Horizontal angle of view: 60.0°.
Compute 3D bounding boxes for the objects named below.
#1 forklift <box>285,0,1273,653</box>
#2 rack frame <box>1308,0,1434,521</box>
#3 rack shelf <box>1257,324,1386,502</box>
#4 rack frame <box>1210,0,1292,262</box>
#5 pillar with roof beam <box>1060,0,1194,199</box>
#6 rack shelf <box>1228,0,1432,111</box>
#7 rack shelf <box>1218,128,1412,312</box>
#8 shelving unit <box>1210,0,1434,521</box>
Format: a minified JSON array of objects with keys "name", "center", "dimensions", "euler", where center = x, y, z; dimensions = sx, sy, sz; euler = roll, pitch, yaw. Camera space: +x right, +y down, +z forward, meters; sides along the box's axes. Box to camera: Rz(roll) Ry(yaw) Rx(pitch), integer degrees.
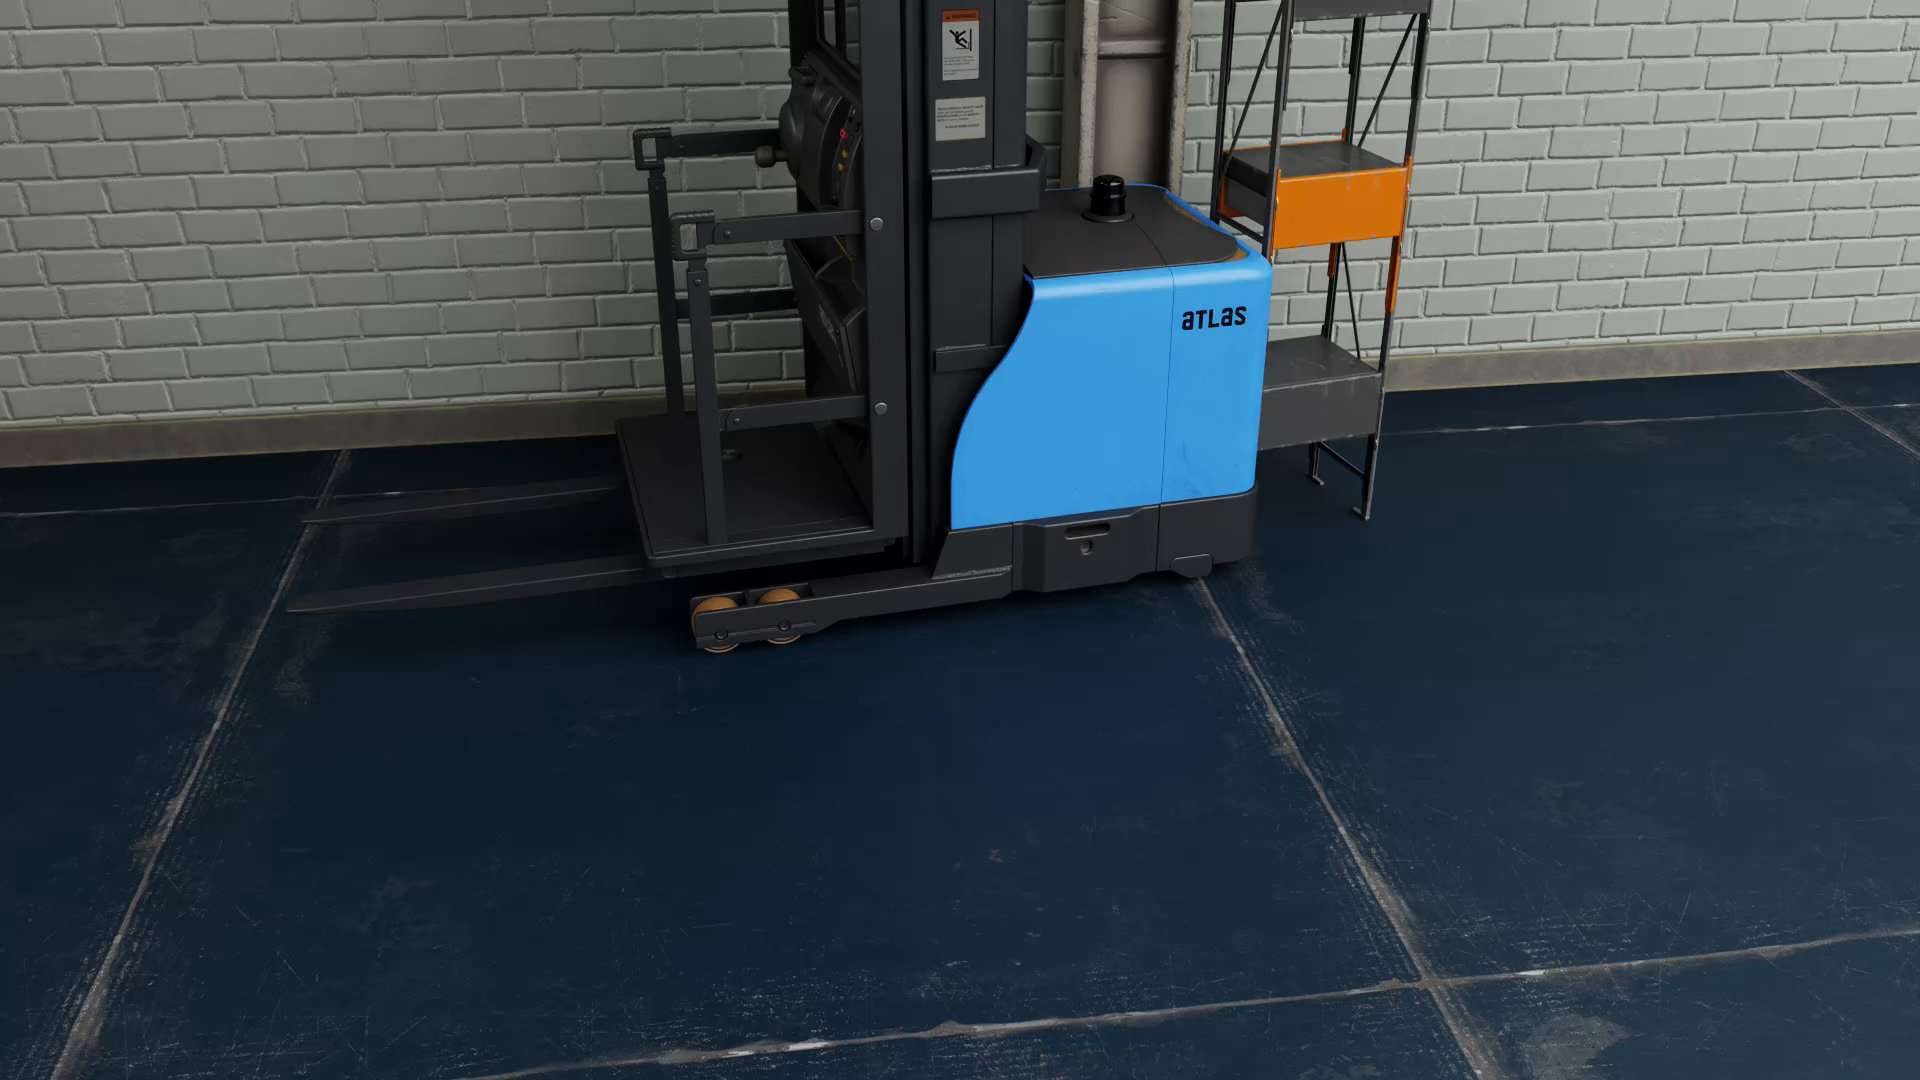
[{"name":"forklift","center":[-0.600,-1.228,4.932],"dimensions":[3.031,2.935,1.130],"euler":[-7,28,-14]},{"name":"rack frame","center":[1.374,-1.089,5.571],"dimensions":[0.015,2.100,0.400],"euler":[-9,29,-17]},{"name":"rack shelf","center":[1.144,-0.417,5.826],"dimensions":[0.480,0.518,0.431],"euler":[-9,29,-17]},{"name":"rack frame","center":[0.914,-1.015,5.428],"dimensions":[0.015,2.100,0.400],"euler":[-9,29,-17]},{"name":"pillar with roof beam","center":[1.204,-2.547,0.856],"dimensions":[0.400,9.000,9.100],"euler":[-4,27,-7]},{"name":"rack shelf","center":[1.144,-1.662,5.187],"dimensions":[0.480,0.518,0.431],"euler":[-9,29,-17]},{"name":"rack shelf","center":[1.144,-1.040,5.506],"dimensions":[0.480,0.518,0.431],"euler":[-9,29,-17]},{"name":"shelving unit","center":[1.144,-1.052,5.500],"dimensions":[0.503,2.100,0.431],"euler":[-9,29,-17]}]
